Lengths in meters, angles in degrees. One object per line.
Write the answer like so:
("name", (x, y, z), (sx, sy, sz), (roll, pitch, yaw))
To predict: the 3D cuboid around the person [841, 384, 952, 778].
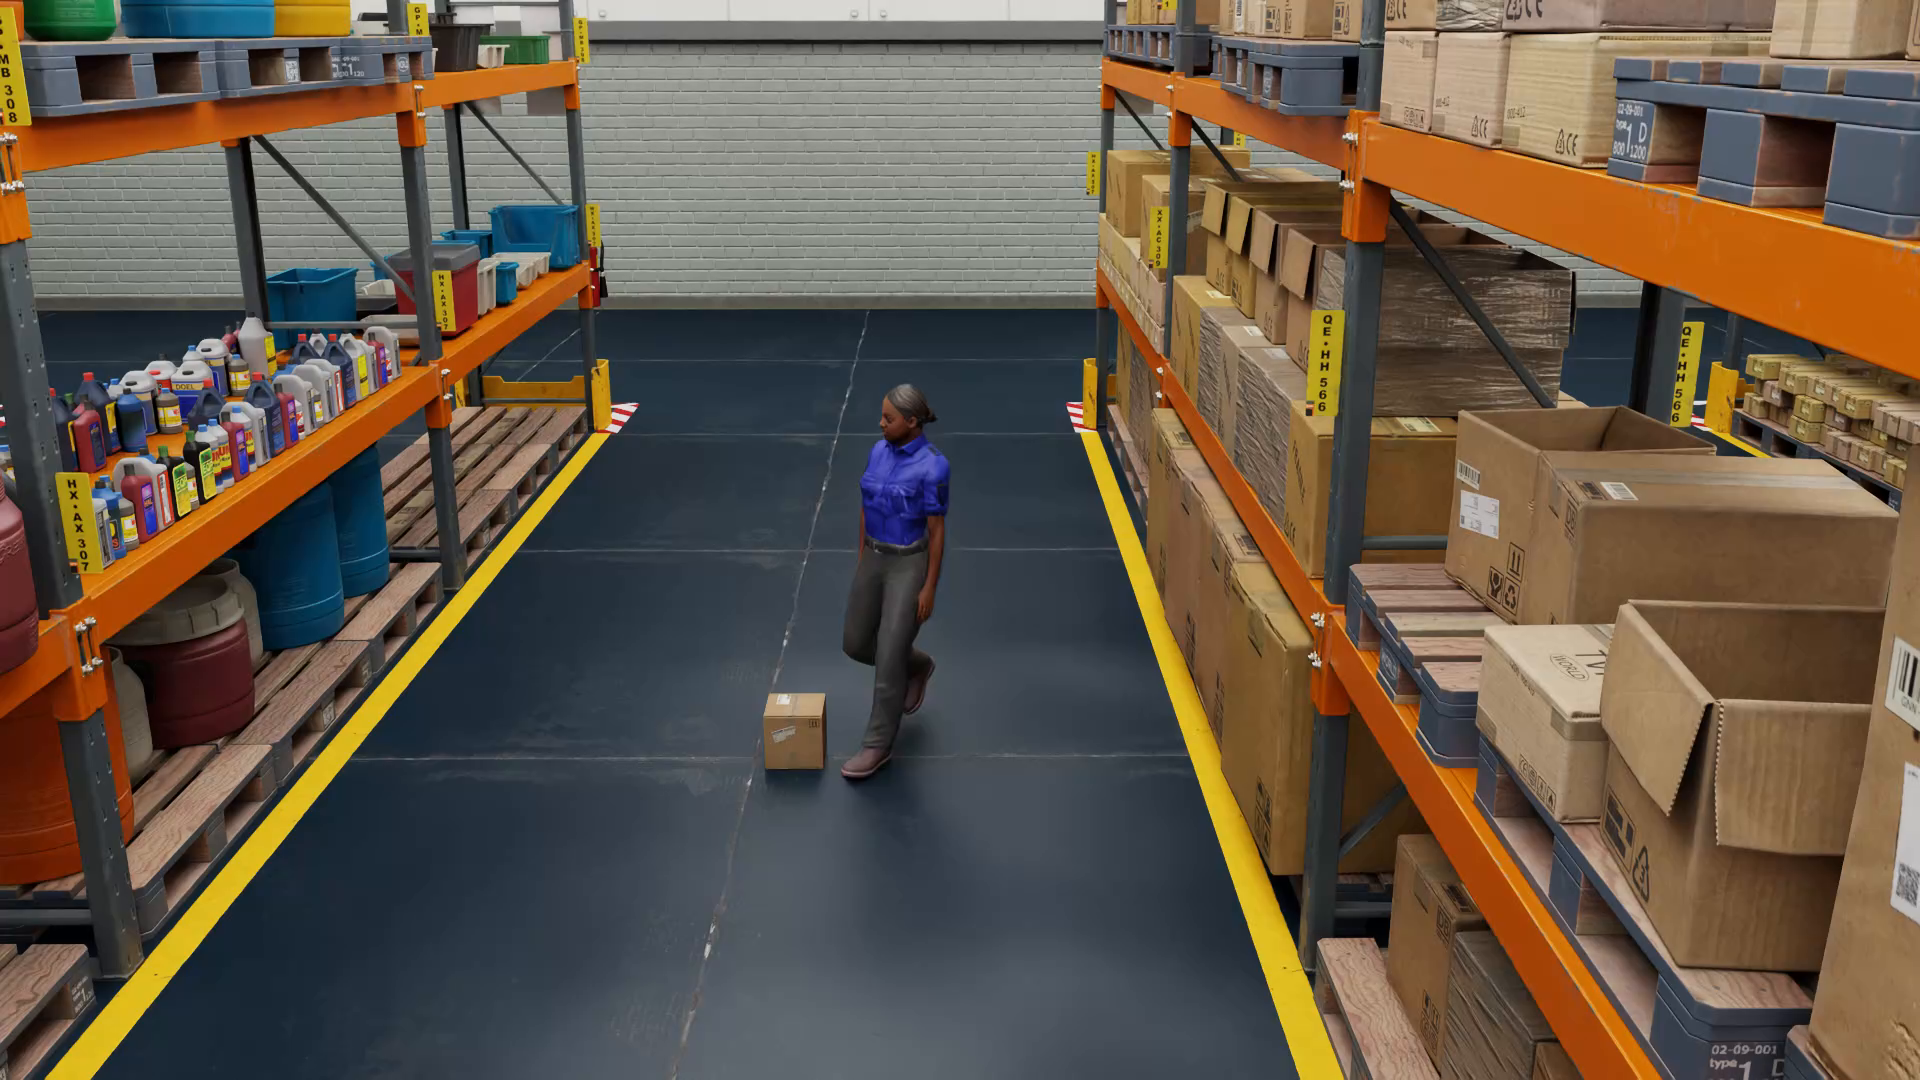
("person", (-0.295, 0.136, 7.134), (0.474, 1.625, 0.777), (16, 23, 41))
